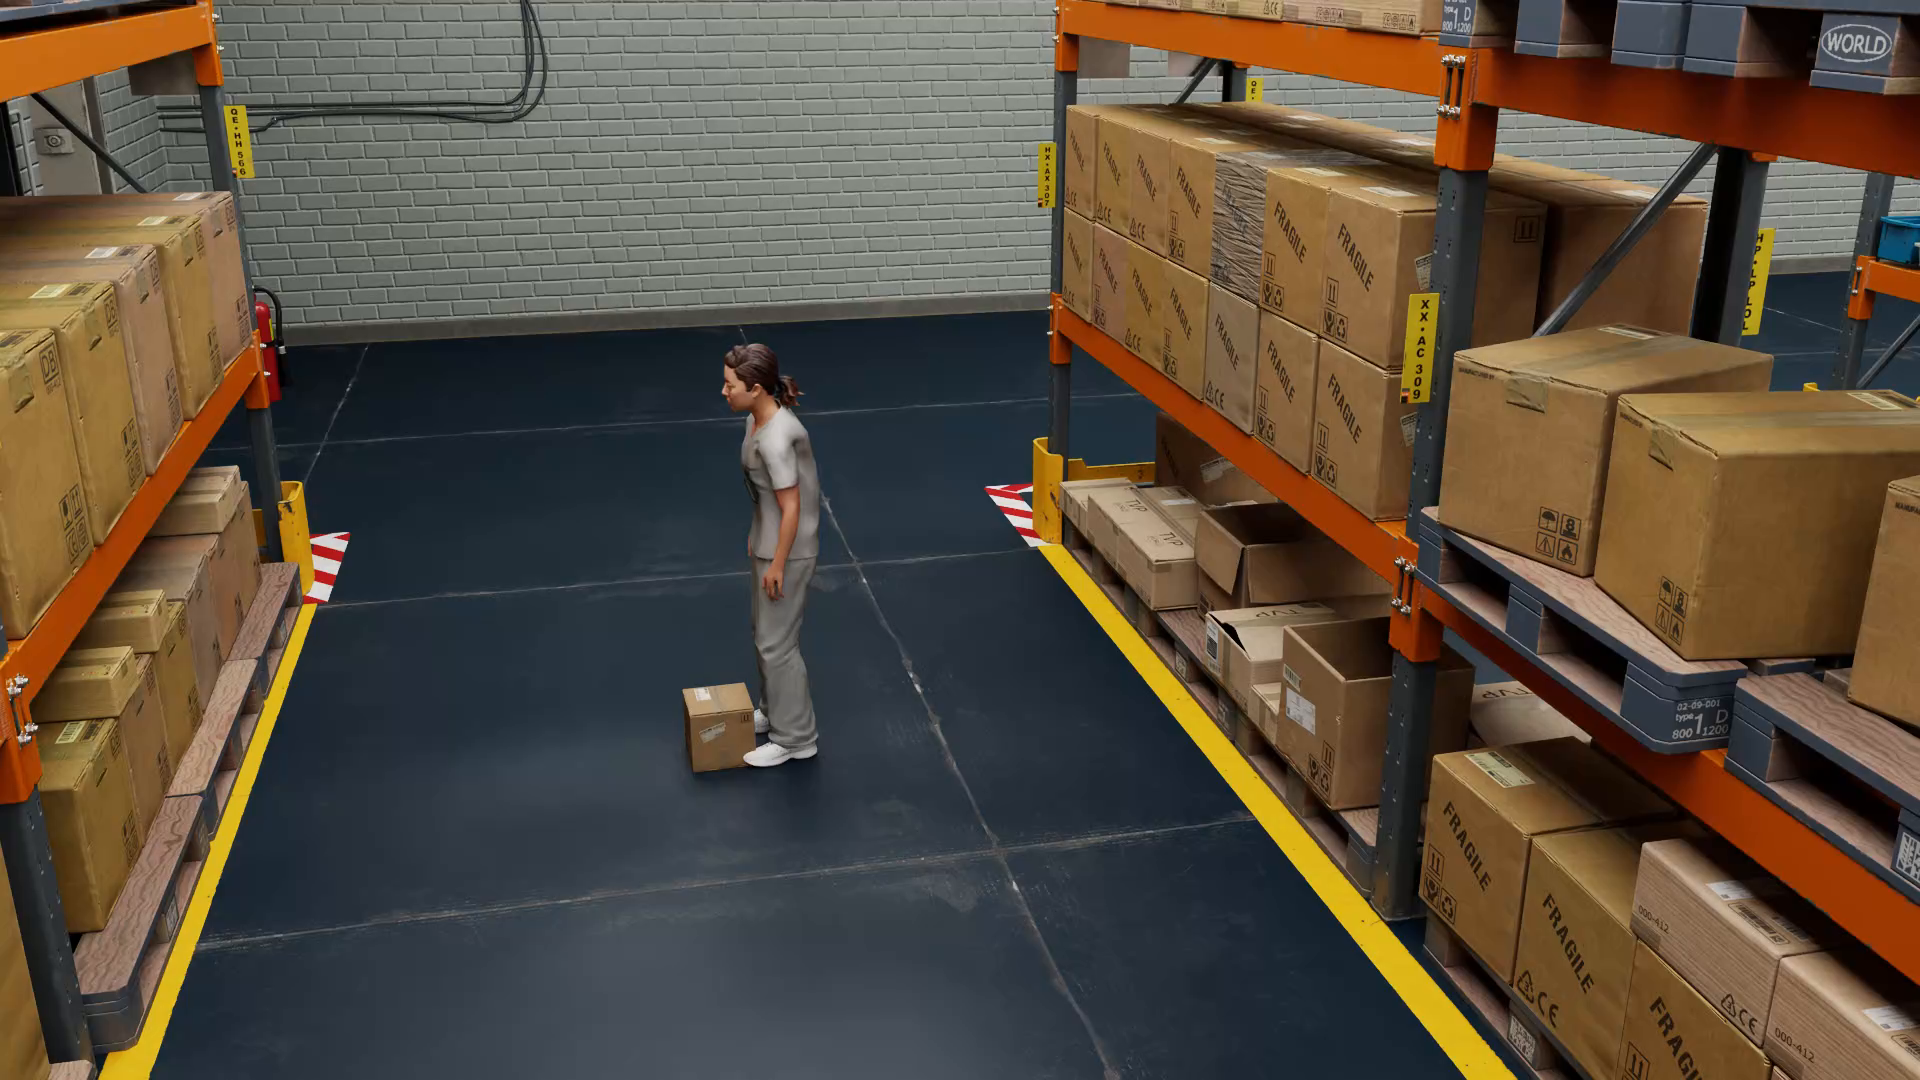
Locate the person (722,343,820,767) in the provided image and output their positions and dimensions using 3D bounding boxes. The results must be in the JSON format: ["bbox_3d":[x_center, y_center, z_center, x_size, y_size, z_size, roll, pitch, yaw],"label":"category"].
[{"bbox_3d":[-0.719,0.050,6.432,0.351,1.672,0.497,-5,20,-13],"label":"person"}]
